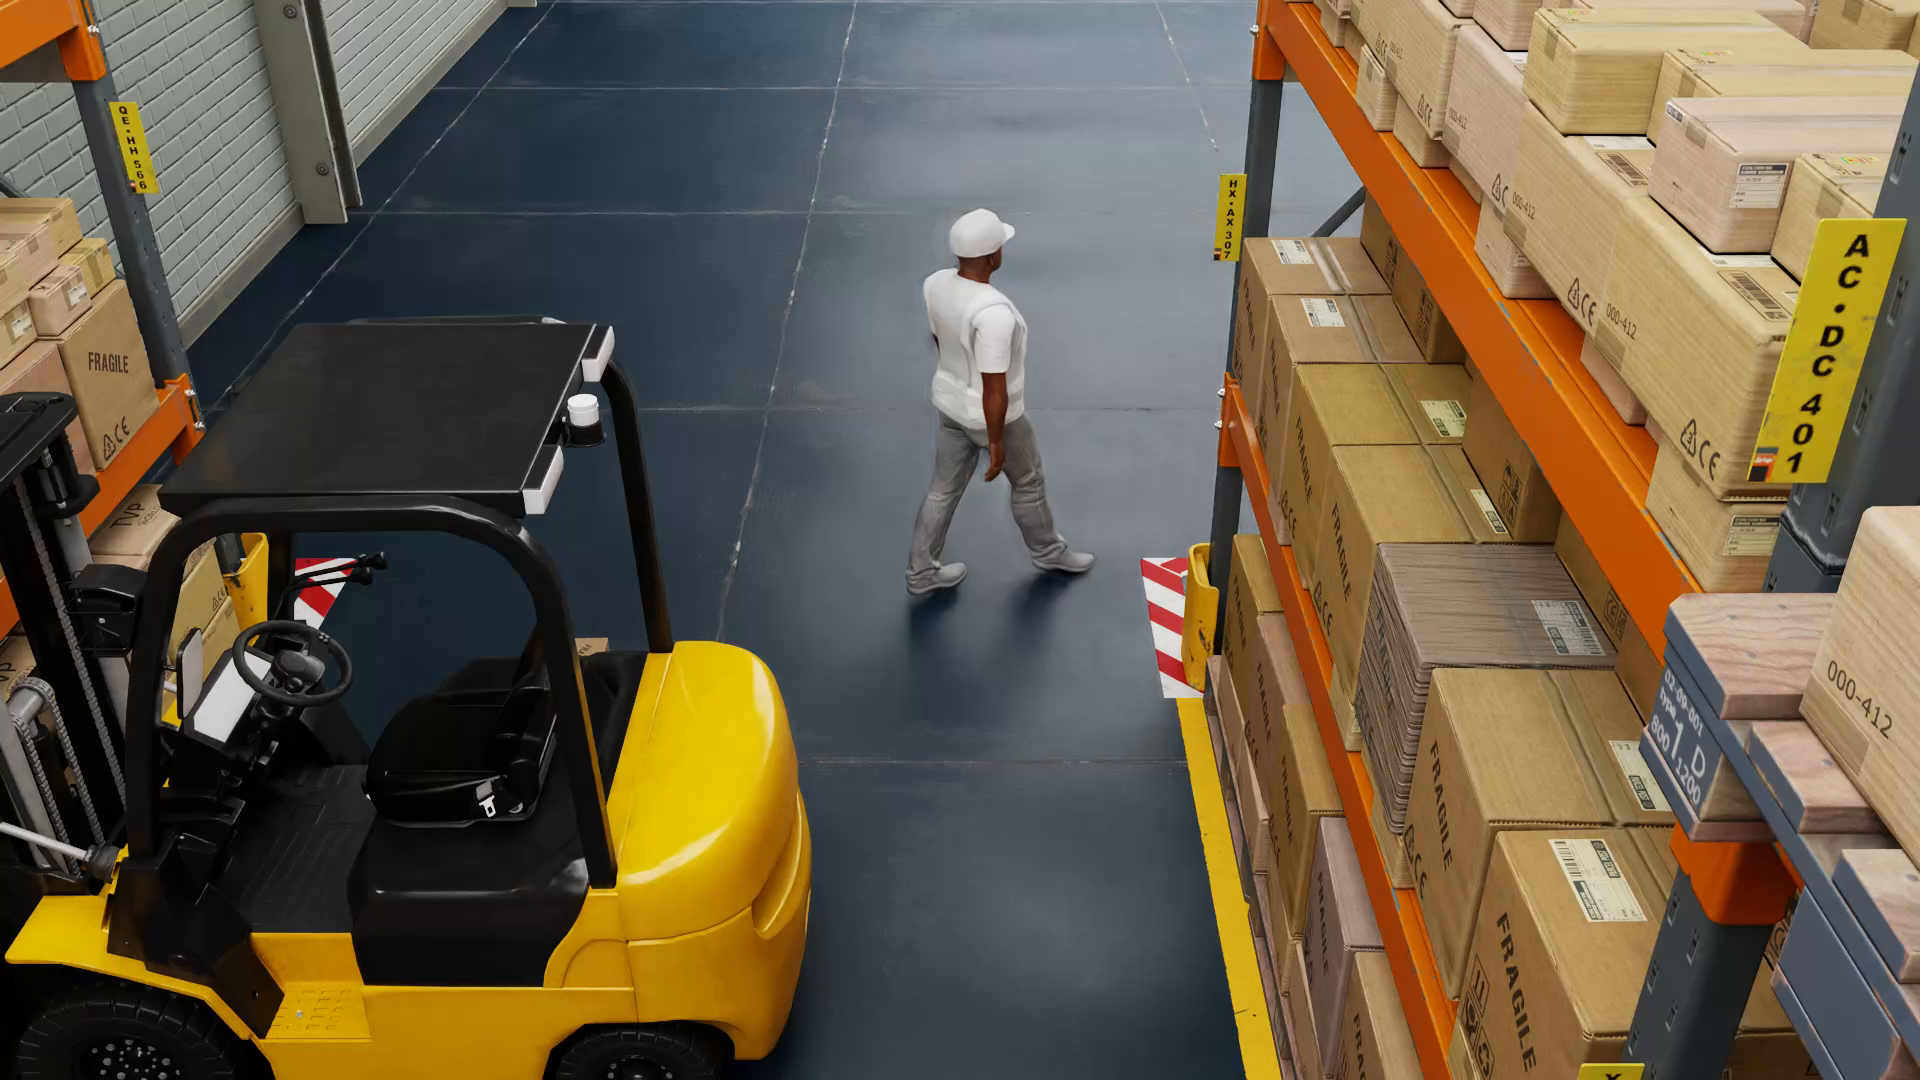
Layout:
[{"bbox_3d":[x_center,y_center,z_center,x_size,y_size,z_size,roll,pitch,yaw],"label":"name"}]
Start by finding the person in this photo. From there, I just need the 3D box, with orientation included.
[{"bbox_3d":[0.151,-0.586,7.068,0.884,1.758,0.610,-22,38,-31],"label":"person"}]
